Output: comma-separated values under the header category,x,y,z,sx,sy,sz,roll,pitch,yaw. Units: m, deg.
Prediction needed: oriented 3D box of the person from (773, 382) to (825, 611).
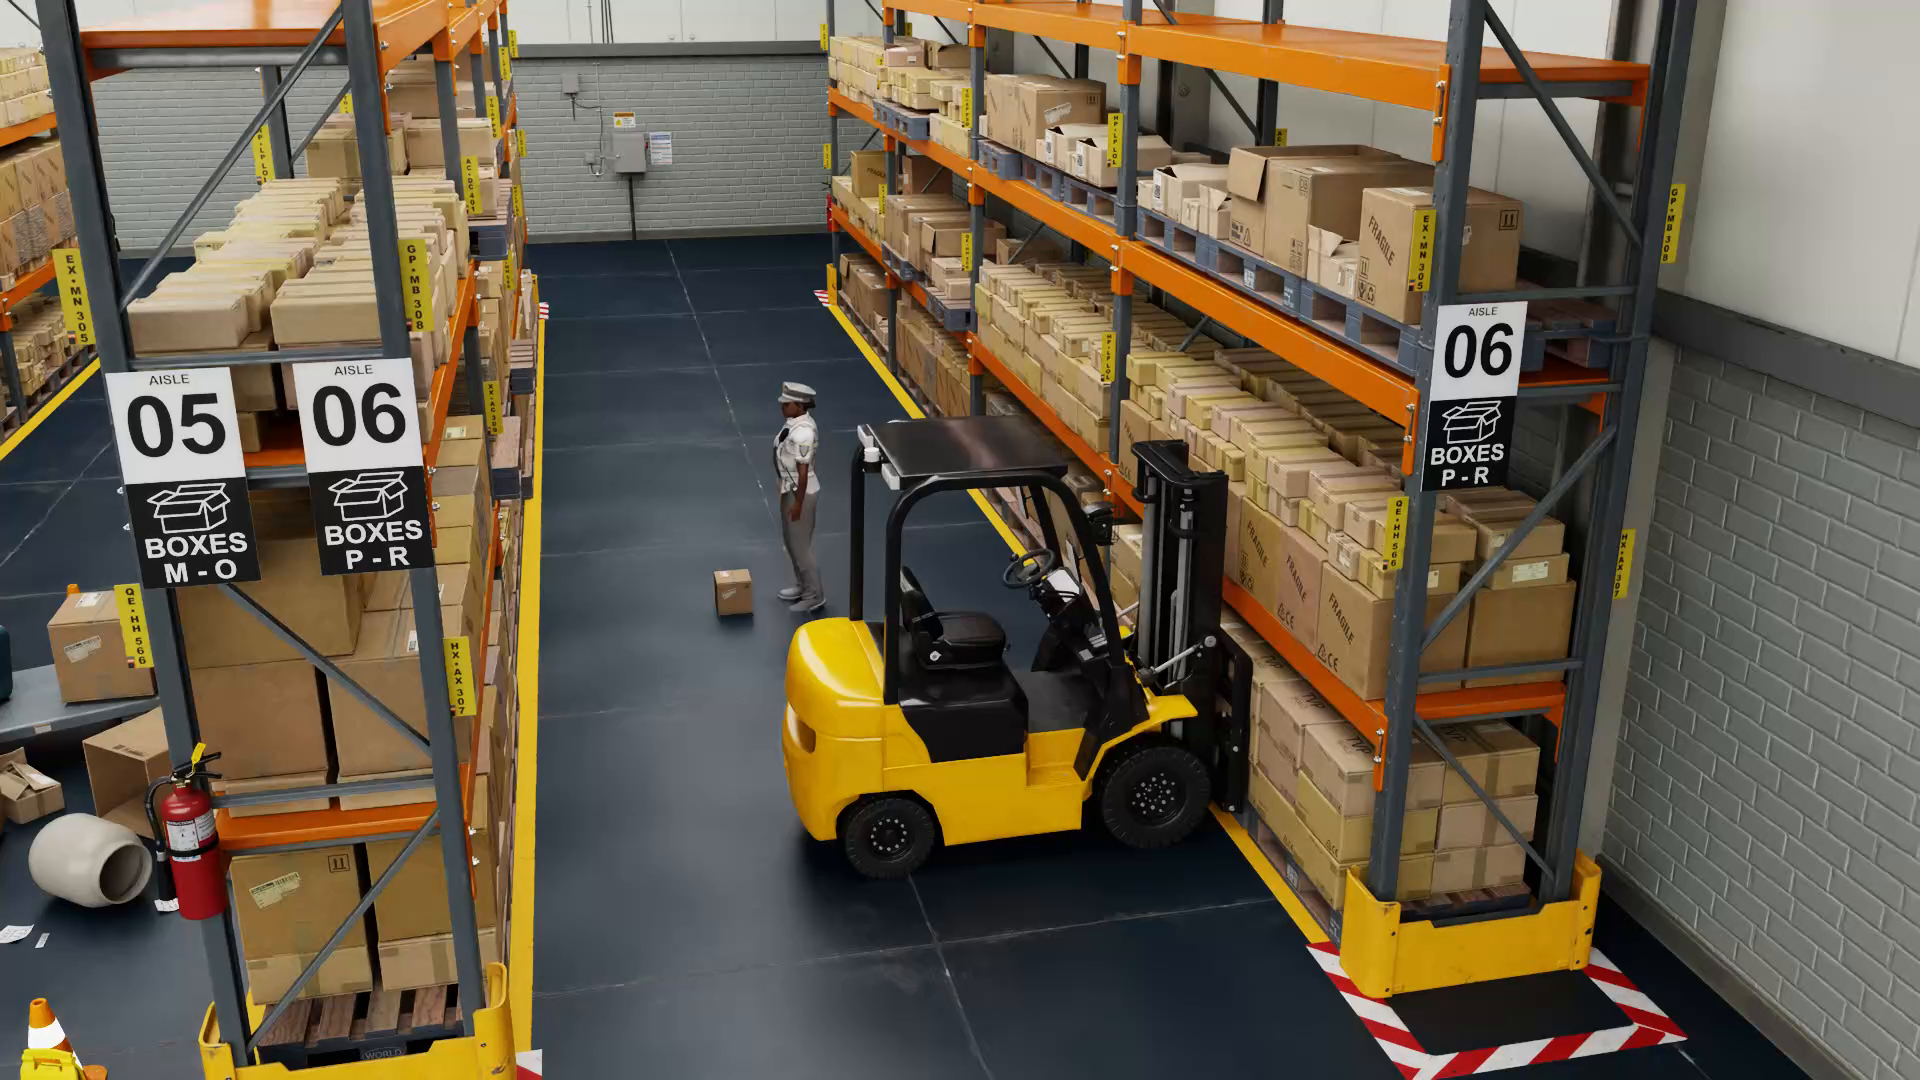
category,x,y,z,sx,sy,sz,roll,pitch,yaw
person,-1.173,-0.310,11.958,0.340,1.706,0.436,-4,20,-11
